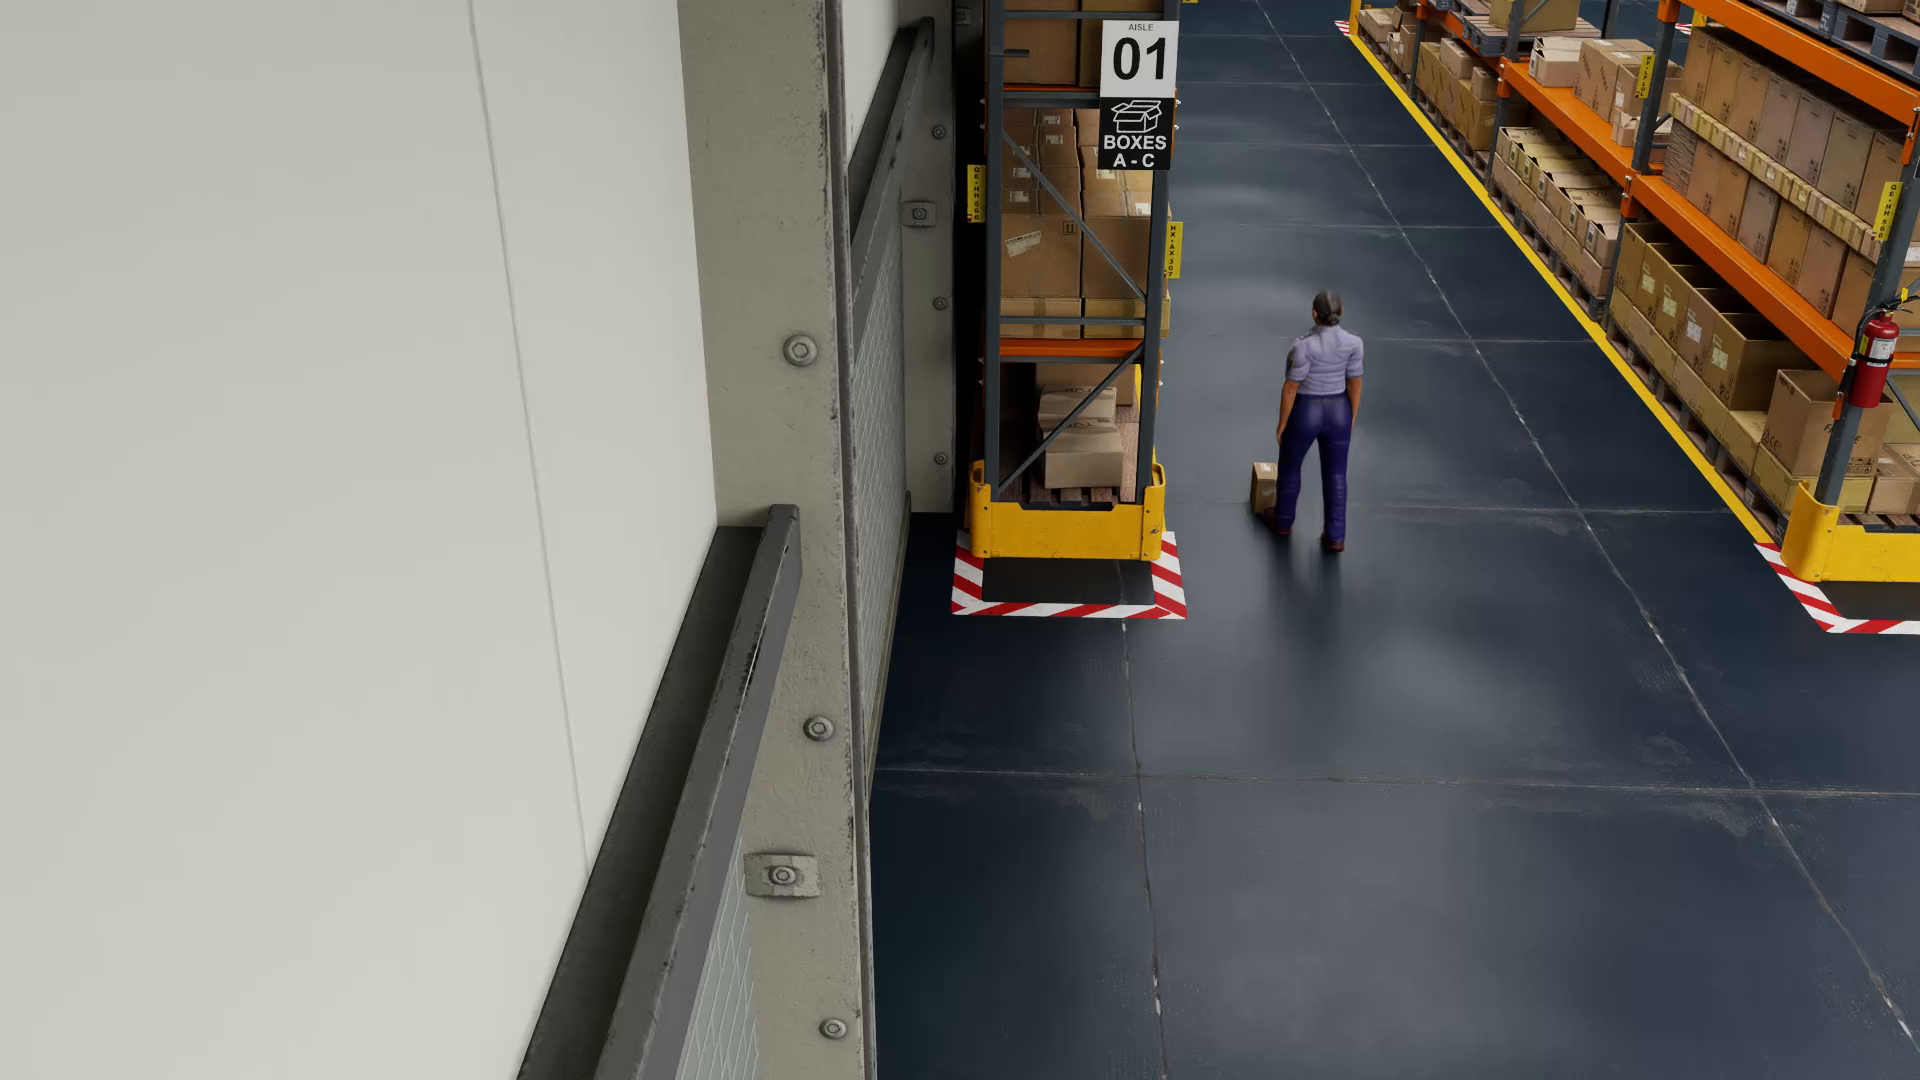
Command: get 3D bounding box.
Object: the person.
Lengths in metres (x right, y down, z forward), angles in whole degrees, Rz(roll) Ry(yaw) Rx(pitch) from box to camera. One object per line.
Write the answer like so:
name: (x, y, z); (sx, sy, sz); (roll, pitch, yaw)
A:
person: (2.134, -0.745, 10.035); (0.489, 1.667, 0.579); (-2, 28, -4)
